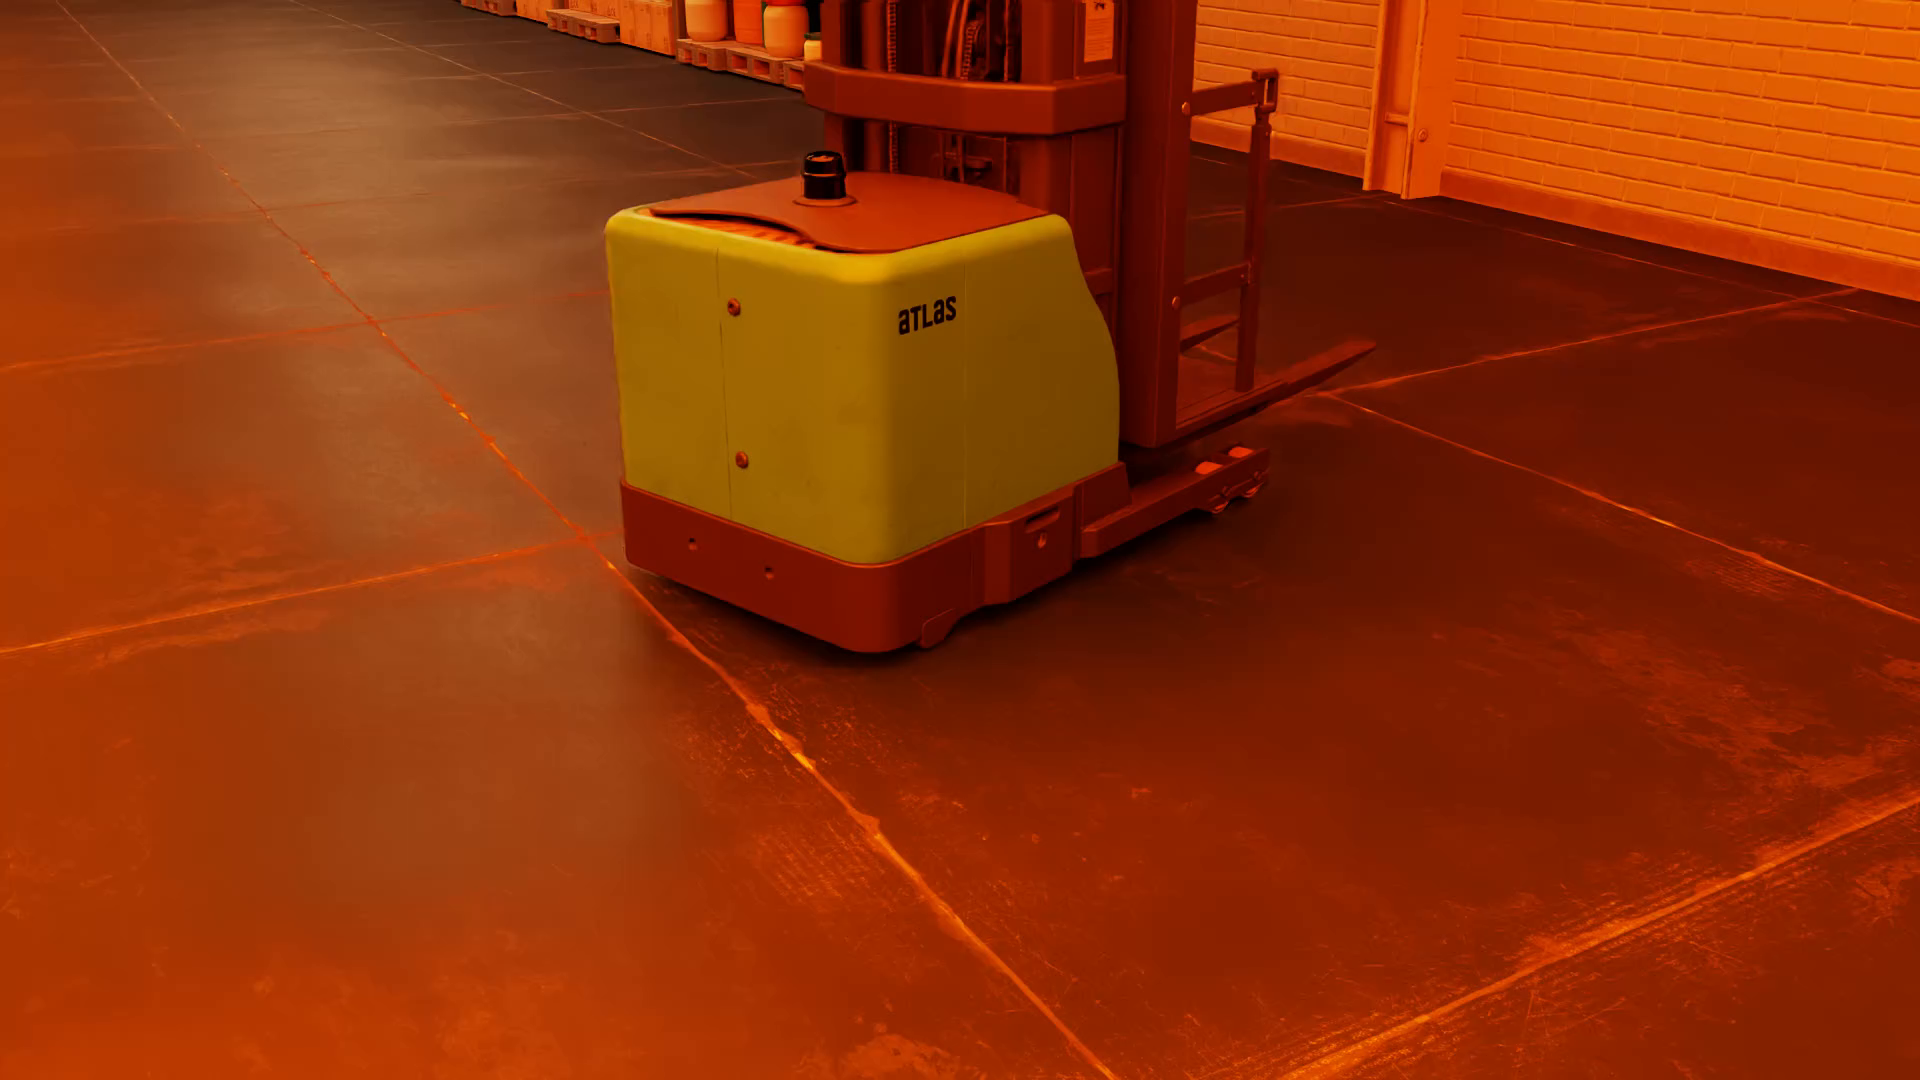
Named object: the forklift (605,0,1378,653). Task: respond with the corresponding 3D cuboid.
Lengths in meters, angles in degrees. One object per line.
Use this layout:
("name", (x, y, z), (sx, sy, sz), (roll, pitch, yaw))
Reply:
("forklift", (0.368, -1.550, 5.051), (1.130, 2.935, 3.031), (18, 28, 37))
